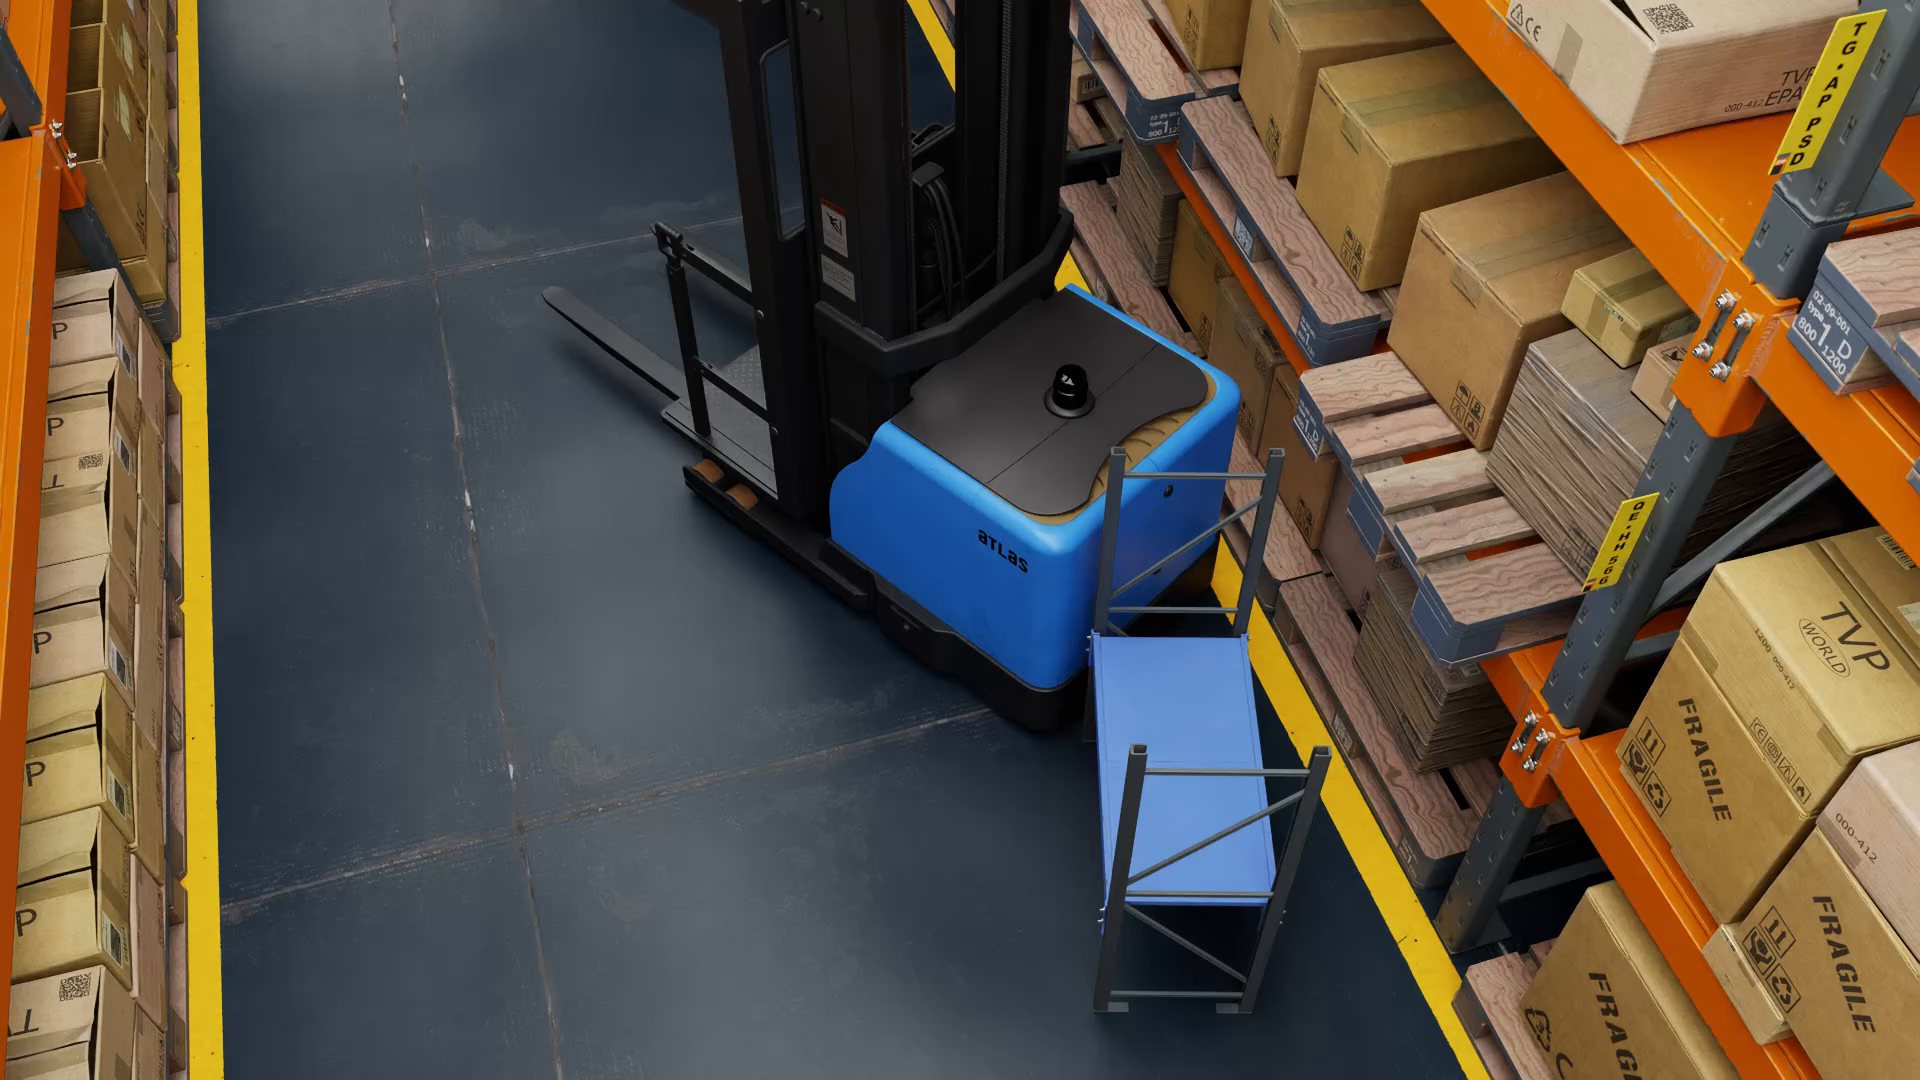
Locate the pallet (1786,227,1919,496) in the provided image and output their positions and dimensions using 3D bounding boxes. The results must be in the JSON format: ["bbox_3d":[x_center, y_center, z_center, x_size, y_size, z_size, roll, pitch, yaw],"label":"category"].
[{"bbox_3d":[2.292,-0.221,2.926,1.213,0.211,1.003,-11,51,-9],"label":"pallet"}]

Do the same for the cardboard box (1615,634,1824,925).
[{"bbox_3d":[1.950,0.505,3.879,0.500,0.500,0.500,-12,51,-10],"label":"cardboard box"}]

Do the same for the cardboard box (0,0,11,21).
[{"bbox_3d":[-4.163,-2.310,6.460,0.700,0.500,0.500,-14,51,-11],"label":"cardboard box"}]

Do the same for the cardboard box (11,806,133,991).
[{"bbox_3d":[-2.718,1.089,4.817,0.500,0.311,0.500,-14,51,-12],"label":"cardboard box"}]

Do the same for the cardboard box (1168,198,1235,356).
[{"bbox_3d":[1.302,-1.131,6.878,0.700,0.500,0.500,-14,51,-12],"label":"cardboard box"}]

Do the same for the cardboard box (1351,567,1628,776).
[{"bbox_3d":[1.788,0.377,5.607,0.700,0.500,0.500,-13,51,-10],"label":"cardboard box"}]

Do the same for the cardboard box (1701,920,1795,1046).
[{"bbox_3d":[1.991,0.994,3.891,0.380,0.149,0.250,-12,51,-10],"label":"cardboard box"}]

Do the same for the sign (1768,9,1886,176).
[{"bbox_3d":[1.532,-0.785,2.940,0.100,0.325,0.005,-13,51,-11],"label":"sign"}]

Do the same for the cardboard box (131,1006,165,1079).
[{"bbox_3d":[-2.555,1.652,4.709,0.500,0.250,0.500,-13,51,-11],"label":"cardboard box"}]

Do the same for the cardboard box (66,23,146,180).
[{"bbox_3d":[-3.857,-1.835,7.158,0.500,0.500,0.500,-13,51,-11],"label":"cardboard box"}]

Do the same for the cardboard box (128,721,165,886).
[{"bbox_3d":[-2.864,0.906,5.337,0.500,0.250,0.500,-15,51,-12],"label":"cardboard box"}]

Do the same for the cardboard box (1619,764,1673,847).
[{"bbox_3d":[1.927,0.594,4.228,0.380,0.149,0.250,-14,51,-12],"label":"cardboard box"}]

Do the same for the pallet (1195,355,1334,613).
[{"bbox_3d":[1.464,-0.335,6.684,1.003,0.211,1.213,-13,51,-11],"label":"pallet"}]

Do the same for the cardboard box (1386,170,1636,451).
[{"bbox_3d":[1.711,-0.690,4.806,0.700,0.500,0.500,-18,52,-14],"label":"cardboard box"}]

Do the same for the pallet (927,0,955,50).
[{"bbox_3d":[0.271,-3.171,9.075,1.003,0.211,1.213,-13,51,-11],"label":"pallet"}]

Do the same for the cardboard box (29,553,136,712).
[{"bbox_3d":[-3.019,0.341,5.447,0.500,0.311,0.500,-14,51,-11],"label":"cardboard box"}]

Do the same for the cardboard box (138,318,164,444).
[{"bbox_3d":[-3.464,-0.584,6.593,0.500,0.250,0.500,-14,51,-11],"label":"cardboard box"}]

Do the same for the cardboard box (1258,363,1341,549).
[{"bbox_3d":[1.573,-0.382,6.247,0.700,0.500,0.500,-14,51,-11],"label":"cardboard box"}]

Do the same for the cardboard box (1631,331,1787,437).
[{"bbox_3d":[1.920,-0.401,4.139,0.380,0.149,0.250,-19,53,-16],"label":"cardboard box"}]

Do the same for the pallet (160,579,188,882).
[{"bbox_3d":[-3.244,0.749,5.770,1.003,0.211,1.213,-13,51,-11],"label":"pallet"}]

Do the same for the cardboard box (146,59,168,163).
[{"bbox_3d":[-3.997,-1.961,7.755,0.500,0.250,0.500,-13,51,-11],"label":"cardboard box"}]

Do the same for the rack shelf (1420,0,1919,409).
[{"bbox_3d":[1.459,-1.969,4.746,1.077,0.370,4.000,-13,51,-11],"label":"rack shelf"}]

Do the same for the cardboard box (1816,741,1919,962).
[{"bbox_3d":[2.098,0.633,3.281,0.500,0.250,0.500,-14,51,-11],"label":"cardboard box"}]

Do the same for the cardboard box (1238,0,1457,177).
[{"bbox_3d":[1.369,-1.606,5.578,0.700,0.500,0.500,-7,50,-6],"label":"cardboard box"}]

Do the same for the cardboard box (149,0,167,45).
[{"bbox_3d":[-4.297,-2.690,8.369,0.500,0.250,0.500,-13,51,-11],"label":"cardboard box"}]

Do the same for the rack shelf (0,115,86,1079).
[{"bbox_3d":[-3.272,0.121,4.946,1.077,0.370,4.000,-13,51,-11],"label":"rack shelf"}]

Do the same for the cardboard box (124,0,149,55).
[{"bbox_3d":[-4.147,-2.567,7.775,0.500,0.500,0.500,-13,51,-11],"label":"cardboard box"}]

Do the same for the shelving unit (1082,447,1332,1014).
[{"bbox_3d":[0.680,0.617,5.039,0.538,1.500,1.048,0,50,0],"label":"shelving unit"}]

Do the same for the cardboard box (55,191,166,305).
[{"bbox_3d":[-3.711,-1.228,7.137,0.500,0.250,0.500,-13,51,-11],"label":"cardboard box"}]

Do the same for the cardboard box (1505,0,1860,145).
[{"bbox_3d":[1.580,-1.182,3.658,0.500,0.311,0.500,-13,51,-11],"label":"cardboard box"}]

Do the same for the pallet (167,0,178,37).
[{"bbox_3d":[-4.780,-3.045,8.969,1.003,0.211,1.213,-13,51,-11],"label":"pallet"}]

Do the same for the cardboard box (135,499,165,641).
[{"bbox_3d":[-3.164,0.160,5.967,0.500,0.250,0.500,-12,51,-10],"label":"cardboard box"}]

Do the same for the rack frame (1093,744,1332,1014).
[{"bbox_3d":[0.674,1.006,4.711,0.500,1.500,0.032,0,50,0],"label":"rack frame"}]

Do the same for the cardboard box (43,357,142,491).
[{"bbox_3d":[-3.310,-0.392,6.065,0.500,0.311,0.500,-12,51,-10],"label":"cardboard box"}]

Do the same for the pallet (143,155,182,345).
[{"bbox_3d":[-4.059,-1.263,7.467,1.003,0.211,1.213,-13,51,-11],"label":"pallet"}]

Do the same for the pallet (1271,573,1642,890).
[{"bbox_3d":[1.821,0.555,5.934,1.003,0.211,1.213,-13,51,-11],"label":"pallet"}]

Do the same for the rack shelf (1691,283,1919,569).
[{"bbox_3d":[2.642,0.953,2.283,1.077,0.370,4.000,-13,51,-11],"label":"rack shelf"}]

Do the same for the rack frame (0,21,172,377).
[{"bbox_3d":[-3.863,-1.572,5.903,1.000,3.000,0.127,-13,51,-11],"label":"rack frame"}]

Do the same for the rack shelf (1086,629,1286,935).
[{"bbox_3d":[0.680,0.733,5.176,0.538,0.185,1.000,0,50,0],"label":"rack shelf"}]

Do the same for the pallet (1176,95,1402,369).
[{"bbox_3d":[1.426,-1.148,5.671,1.003,0.211,1.213,-13,51,-11],"label":"pallet"}]

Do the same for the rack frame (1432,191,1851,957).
[{"bbox_3d":[2.051,0.227,4.386,1.000,3.000,0.127,-13,51,-11],"label":"rack frame"}]

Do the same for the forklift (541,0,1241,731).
[{"bbox_3d":[-0.461,-1.269,5.692,3.031,2.935,1.130,35,58,26],"label":"forklift"}]
